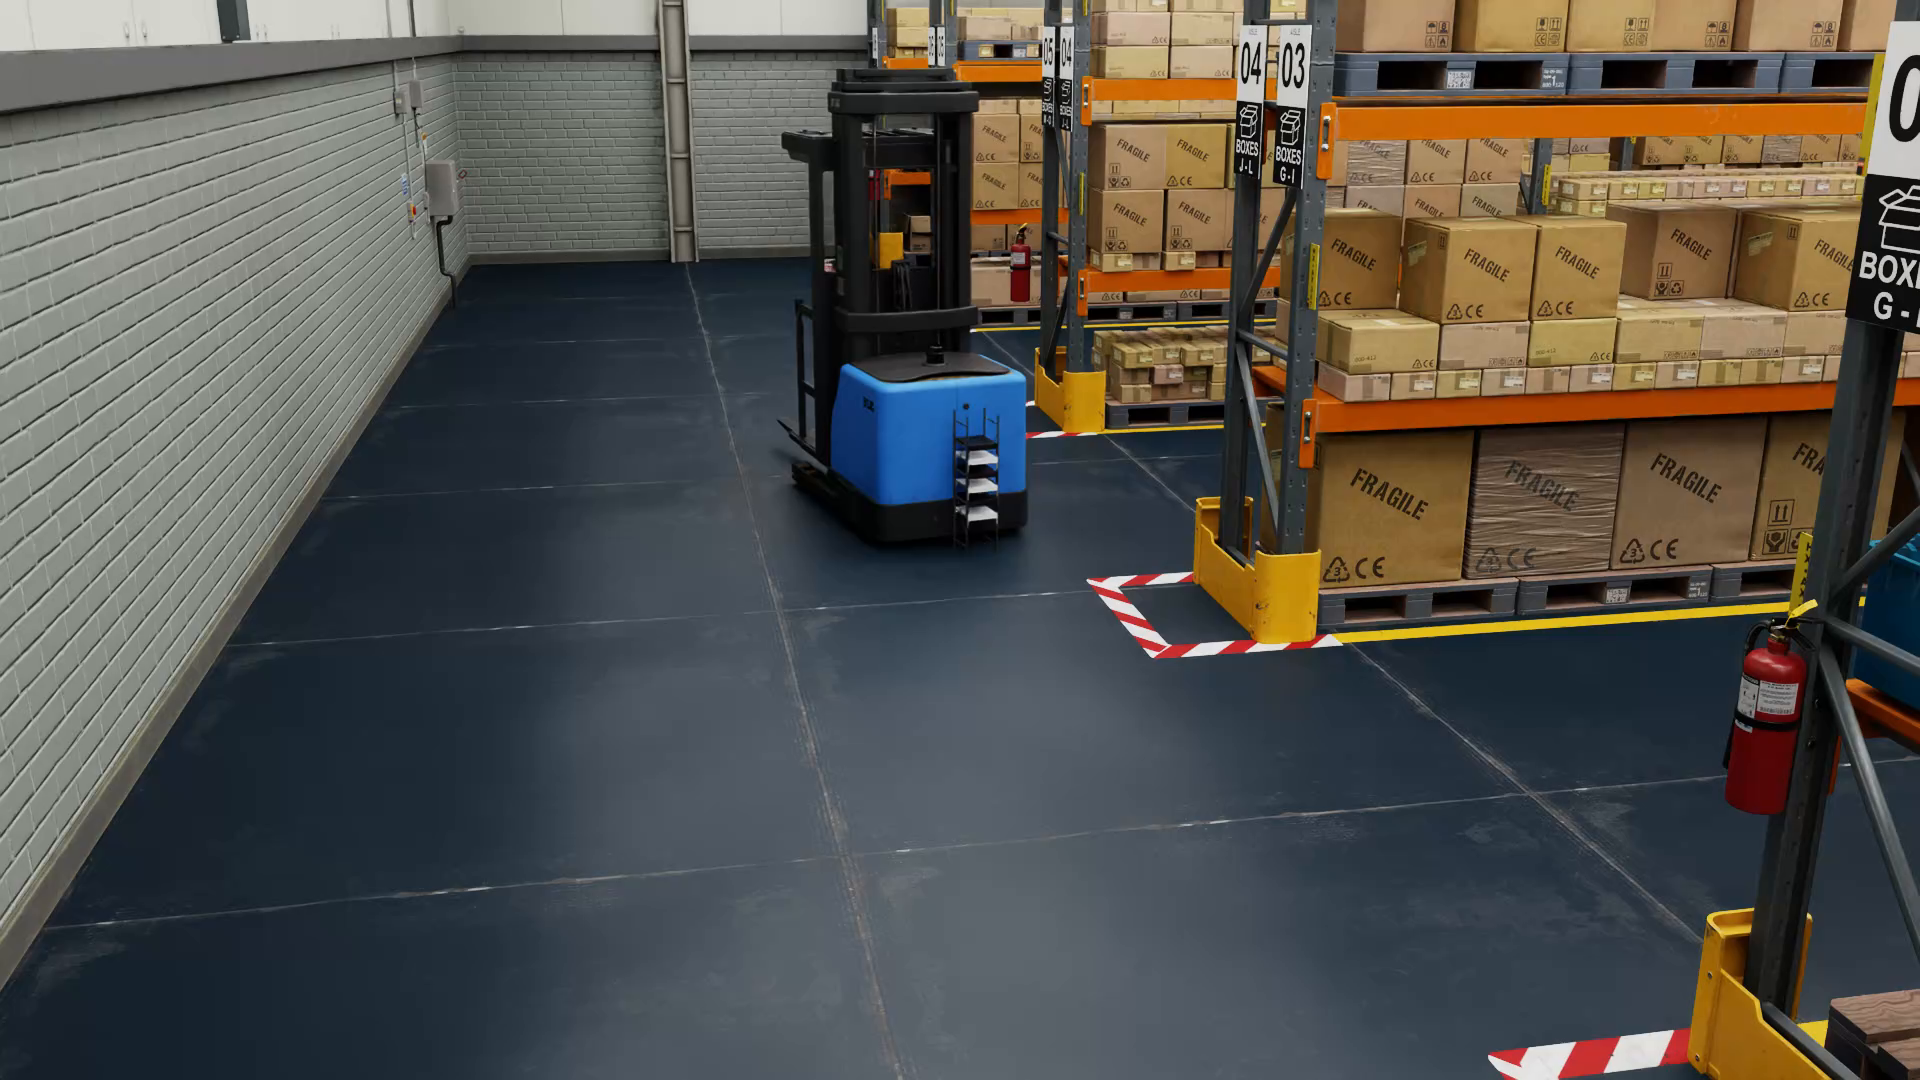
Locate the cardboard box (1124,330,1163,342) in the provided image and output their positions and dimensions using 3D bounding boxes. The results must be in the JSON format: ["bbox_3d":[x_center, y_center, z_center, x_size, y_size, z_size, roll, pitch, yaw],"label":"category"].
[{"bbox_3d":[1.582,-1.704,14.379,0.250,0.149,0.380,-3,17,-9],"label":"cardboard box"}]

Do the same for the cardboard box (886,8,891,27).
[{"bbox_3d":[-0.747,-7.183,22.876,0.500,0.250,0.500,-4,17,-12],"label":"cardboard box"}]

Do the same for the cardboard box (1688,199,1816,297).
[{"bbox_3d":[4.618,-1.720,9.775,0.500,0.500,0.500,-3,17,-10],"label":"cardboard box"}]

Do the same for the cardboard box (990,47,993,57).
[{"bbox_3d":[0.485,-6.662,22.714,0.250,0.149,0.380,-3,17,-11],"label":"cardboard box"}]

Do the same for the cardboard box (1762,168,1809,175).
[{"bbox_3d":[7.452,-3.280,15.081,0.250,0.149,0.380,-4,18,-13],"label":"cardboard box"}]

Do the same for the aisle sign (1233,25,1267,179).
[{"bbox_3d":[1.567,-2.372,8.997,0.004,0.787,0.394,-3,17,-10],"label":"aisle sign"}]

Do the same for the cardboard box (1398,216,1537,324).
[{"bbox_3d":[2.708,-1.452,8.902,0.500,0.500,0.500,-4,17,-12],"label":"cardboard box"}]

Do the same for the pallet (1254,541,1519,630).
[{"bbox_3d":[2.465,0.220,9.738,1.213,0.211,1.003,-3,17,-10],"label":"pallet"}]

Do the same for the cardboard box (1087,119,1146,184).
[{"bbox_3d":[1.255,-3.247,13.895,0.500,0.500,0.500,-4,17,-12],"label":"cardboard box"}]

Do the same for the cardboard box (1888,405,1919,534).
[{"bbox_3d":[6.247,-0.496,10.220,0.875,0.875,1.225,-3,17,-10],"label":"cardboard box"}]

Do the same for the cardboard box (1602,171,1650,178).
[{"bbox_3d":[5.913,-3.192,14.795,0.250,0.149,0.380,-3,17,-11],"label":"cardboard box"}]

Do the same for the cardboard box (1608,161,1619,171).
[{"bbox_3d":[7.947,-4.516,20.117,0.250,0.149,0.380,-3,17,-8],"label":"cardboard box"}]

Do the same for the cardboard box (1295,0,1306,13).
[{"bbox_3d":[2.745,-4.304,13.332,0.250,0.149,0.380,-3,17,-9],"label":"cardboard box"}]

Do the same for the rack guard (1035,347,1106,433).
[{"bbox_3d":[0.928,-1.291,14.164,0.348,0.500,1.175,-3,17,-10],"label":"rack guard"}]

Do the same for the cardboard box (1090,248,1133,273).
[{"bbox_3d":[1.233,-2.285,13.571,0.250,0.149,0.380,-3,17,-11],"label":"cardboard box"}]

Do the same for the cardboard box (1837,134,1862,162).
[{"bbox_3d":[10.700,-4.843,20.077,0.500,0.500,0.500,-3,17,-10],"label":"cardboard box"}]

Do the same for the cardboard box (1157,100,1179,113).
[{"bbox_3d":[2.233,-4.800,18.353,0.250,0.149,0.380,-4,17,-12],"label":"cardboard box"}]

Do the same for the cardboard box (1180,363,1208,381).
[{"bbox_3d":[1.919,-1.455,14.075,0.250,0.149,0.380,-3,17,-10],"label":"cardboard box"}]

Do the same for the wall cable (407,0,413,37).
[{"bbox_3d":[-5.857,-6.590,16.941,0.029,3.000,2.355,-3,17,-10],"label":"wall cable"}]

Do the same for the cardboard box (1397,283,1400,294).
[{"bbox_3d":[5.221,-3.421,19.745,0.875,0.875,0.875,-3,17,-9],"label":"cardboard box"}]

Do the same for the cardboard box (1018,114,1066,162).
[{"bbox_3d":[0.846,-4.404,18.170,0.500,0.500,0.500,-4,17,-12],"label":"cardboard box"}]

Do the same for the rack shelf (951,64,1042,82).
[{"bbox_3d":[1.778,-5.105,18.439,4.000,0.370,1.077,-3,17,-10],"label":"rack shelf"}]

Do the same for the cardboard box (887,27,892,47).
[{"bbox_3d":[-0.745,-6.942,22.943,0.500,0.250,0.500,-4,17,-11],"label":"cardboard box"}]

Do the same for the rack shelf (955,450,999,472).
[{"bbox_3d":[0.099,-0.503,10.417,0.200,0.077,0.258,-7,18,-21],"label":"rack shelf"}]

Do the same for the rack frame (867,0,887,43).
[{"bbox_3d":[-1.131,-8.202,22.188,0.127,3.000,1.000,-3,17,-10],"label":"rack frame"}]

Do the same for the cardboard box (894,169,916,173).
[{"bbox_3d":[-0.756,-5.153,22.908,0.250,0.149,0.380,-3,17,-11],"label":"cardboard box"}]

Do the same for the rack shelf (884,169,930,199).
[{"bbox_3d":[0.833,-5.101,23.537,4.000,0.370,1.077,-3,17,-10],"label":"rack shelf"}]

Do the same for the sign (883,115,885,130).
[{"bbox_3d":[-1.027,-5.591,22.433,0.005,0.325,0.100,-3,17,-10],"label":"sign"}]

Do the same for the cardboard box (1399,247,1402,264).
[{"bbox_3d":[3.520,-2.427,14.032,0.250,0.149,0.380,-4,18,-13],"label":"cardboard box"}]

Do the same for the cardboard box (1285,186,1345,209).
[{"bbox_3d":[2.850,-2.708,13.843,0.500,0.500,0.500,-4,17,-12],"label":"cardboard box"}]

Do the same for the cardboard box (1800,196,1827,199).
[{"bbox_3d":[7.299,-2.934,14.461,0.250,0.149,0.380,-3,17,-11],"label":"cardboard box"}]

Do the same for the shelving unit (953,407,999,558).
[{"bbox_3d":[0.099,-0.363,10.460,0.210,0.900,0.258,-7,18,-21],"label":"shelving unit"}]

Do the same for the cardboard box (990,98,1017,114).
[{"bbox_3d":[0.460,-4.714,18.073,0.250,0.149,0.380,-3,17,-9],"label":"cardboard box"}]

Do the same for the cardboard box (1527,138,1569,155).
[{"bbox_3d":[6.709,-4.739,19.260,0.500,0.500,0.500,-3,17,-9],"label":"cardboard box"}]

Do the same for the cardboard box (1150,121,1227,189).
[{"bbox_3d":[1.838,-3.128,13.508,0.500,0.500,0.500,-3,17,-9],"label":"cardboard box"}]

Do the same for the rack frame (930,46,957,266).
[{"bbox_3d":[-0.185,-3.903,18.411,0.127,3.000,1.000,-3,17,-10],"label":"rack frame"}]

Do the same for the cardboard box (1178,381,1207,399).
[{"bbox_3d":[1.912,-1.311,14.111,0.250,0.149,0.380,-3,17,-10],"label":"cardboard box"}]

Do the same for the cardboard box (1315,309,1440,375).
[{"bbox_3d":[2.217,-1.066,8.922,0.500,0.250,0.500,-4,17,-12],"label":"cardboard box"}]

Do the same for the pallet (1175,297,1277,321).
[{"bbox_3d":[2.981,-2.773,19.481,1.213,0.211,1.003,-3,17,-10],"label":"pallet"}]

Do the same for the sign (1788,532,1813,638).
[{"bbox_3d":[2.514,0.146,4.951,0.005,0.325,0.100,-3,17,-10],"label":"sign"}]

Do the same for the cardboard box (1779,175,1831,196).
[{"bbox_3d":[7.310,-3.077,14.422,0.250,0.149,0.380,-3,17,-10],"label":"cardboard box"}]

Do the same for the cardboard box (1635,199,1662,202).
[{"bbox_3d":[5.762,-2.846,14.176,0.250,0.149,0.380,-3,17,-9],"label":"cardboard box"}]

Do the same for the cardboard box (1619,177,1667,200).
[{"bbox_3d":[5.779,-2.990,14.137,0.250,0.149,0.380,-3,17,-10],"label":"cardboard box"}]

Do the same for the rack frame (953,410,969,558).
[{"bbox_3d":[0.005,-0.352,10.424,0.006,0.900,0.240,-7,18,-21],"label":"rack frame"}]

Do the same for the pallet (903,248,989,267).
[{"bbox_3d":[-0.273,-4.050,23.638,1.213,0.211,1.003,-3,17,-10],"label":"pallet"}]

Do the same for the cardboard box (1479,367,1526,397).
[{"bbox_3d":[2.865,-0.895,9.044,0.250,0.149,0.380,-4,17,-11],"label":"cardboard box"}]

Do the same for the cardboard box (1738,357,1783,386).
[{"bbox_3d":[4.375,-0.980,9.322,0.250,0.149,0.380,-3,17,-9],"label":"cardboard box"}]

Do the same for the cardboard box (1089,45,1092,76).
[{"bbox_3d":[1.249,-3.946,13.696,0.500,0.250,0.500,-4,17,-12],"label":"cardboard box"}]

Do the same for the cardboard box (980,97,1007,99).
[{"bbox_3d":[0.374,-4.838,18.476,0.250,0.149,0.380,-3,17,-9],"label":"cardboard box"}]

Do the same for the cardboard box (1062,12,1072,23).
[{"bbox_3d":[1.294,-5.612,18.132,0.500,0.311,0.500,-3,17,-9],"label":"cardboard box"}]

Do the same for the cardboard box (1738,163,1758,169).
[{"bbox_3d":[9.351,-4.474,19.983,0.250,0.149,0.380,-3,17,-8],"label":"cardboard box"}]

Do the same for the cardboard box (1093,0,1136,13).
[{"bbox_3d":[1.214,-4.226,13.078,0.250,0.149,0.380,-3,17,-11],"label":"cardboard box"}]

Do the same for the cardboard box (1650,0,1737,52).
[{"bbox_3d":[3.796,-2.922,9.051,0.500,0.500,0.700,-2,17,-8],"label":"cardboard box"}]

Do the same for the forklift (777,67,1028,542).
[{"bbox_3d":[-0.575,-1.780,11.617,1.130,2.935,3.031,-7,18,-21],"label":"forklift"}]

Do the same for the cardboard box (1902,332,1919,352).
[{"bbox_3d":[5.238,-1.239,9.487,0.500,0.250,0.500,-4,17,-11],"label":"cardboard box"}]

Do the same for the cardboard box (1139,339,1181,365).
[{"bbox_3d":[1.680,-1.586,13.992,0.250,0.149,0.380,-3,17,-9],"label":"cardboard box"}]
